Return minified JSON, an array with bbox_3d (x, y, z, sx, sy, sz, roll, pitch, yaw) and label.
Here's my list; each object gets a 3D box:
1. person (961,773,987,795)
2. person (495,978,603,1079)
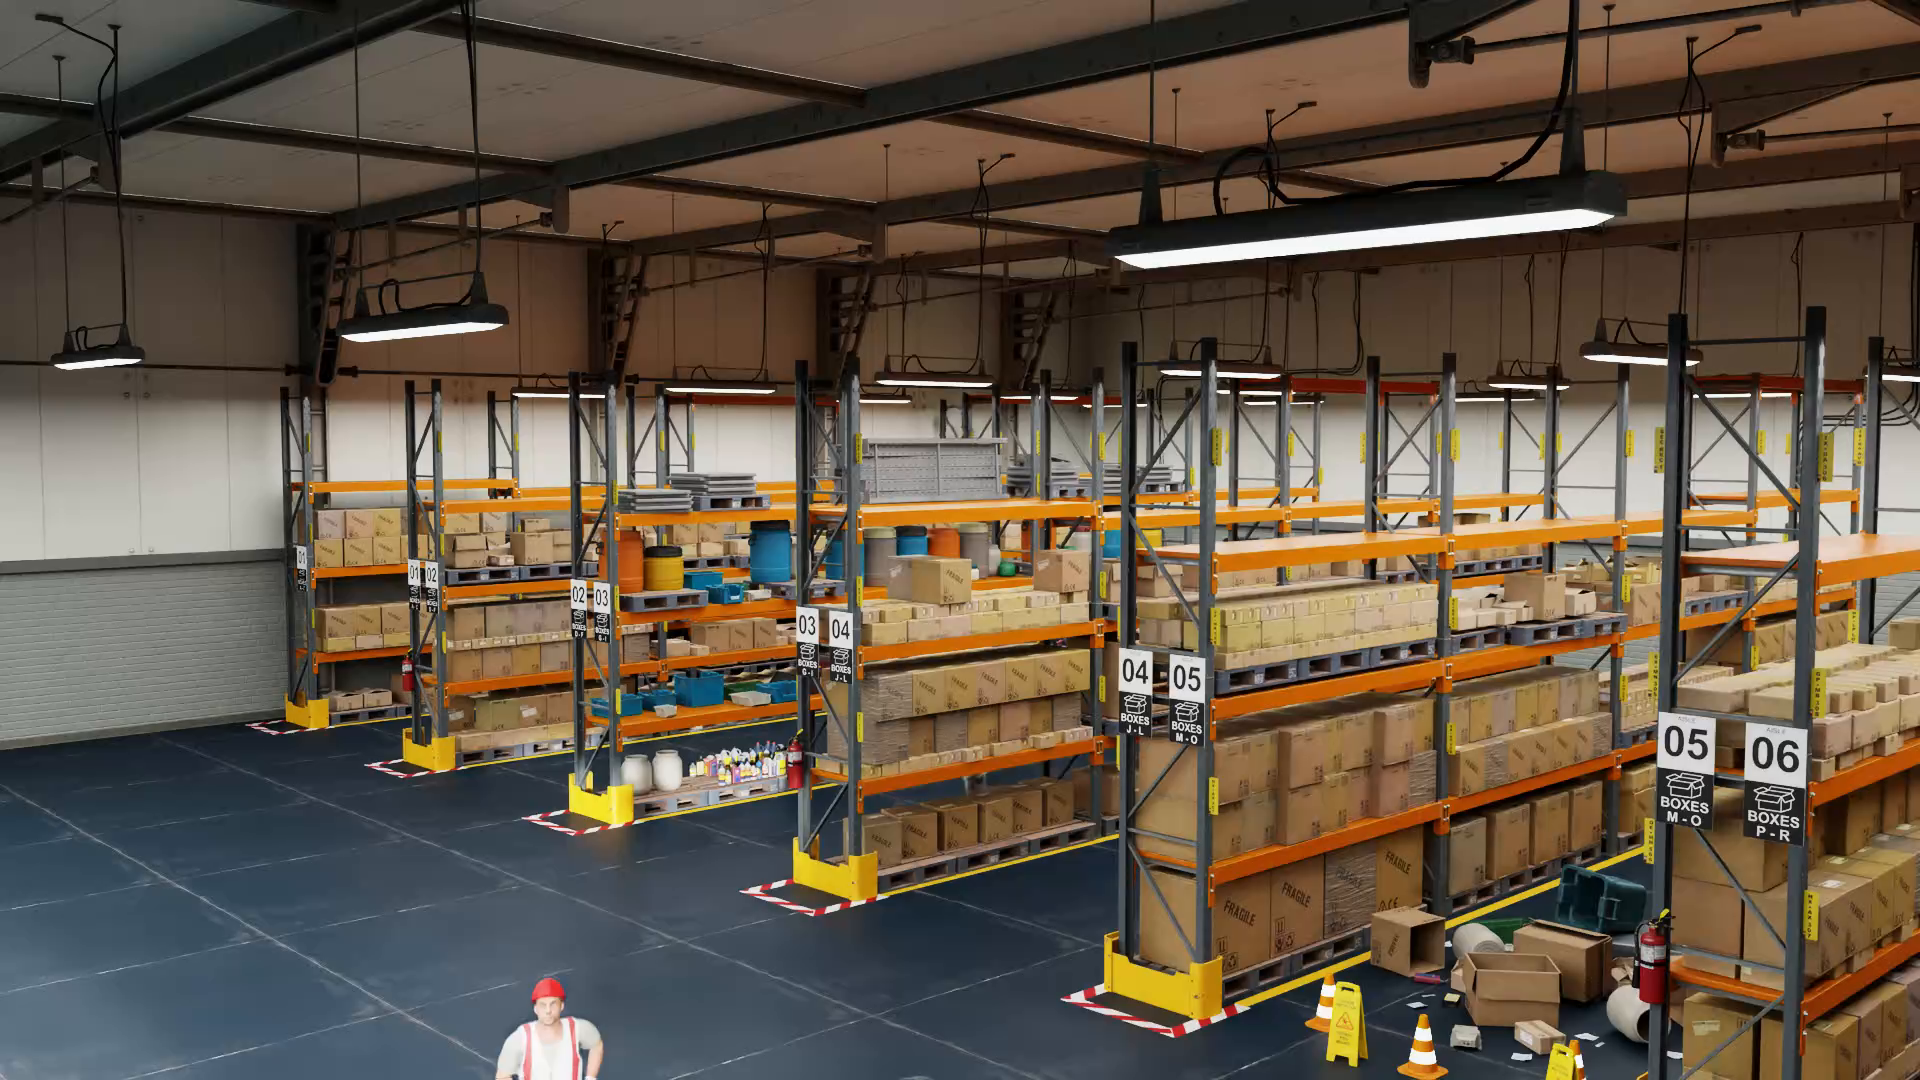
[{"bbox_3d":[0.209,2.843,22.894,0.661,1.758,0.792,2,4,34],"label":"person"},{"bbox_3d":[-2.529,3.590,10.277,0.656,1.786,0.987,-1,4,-13],"label":"person"}]
